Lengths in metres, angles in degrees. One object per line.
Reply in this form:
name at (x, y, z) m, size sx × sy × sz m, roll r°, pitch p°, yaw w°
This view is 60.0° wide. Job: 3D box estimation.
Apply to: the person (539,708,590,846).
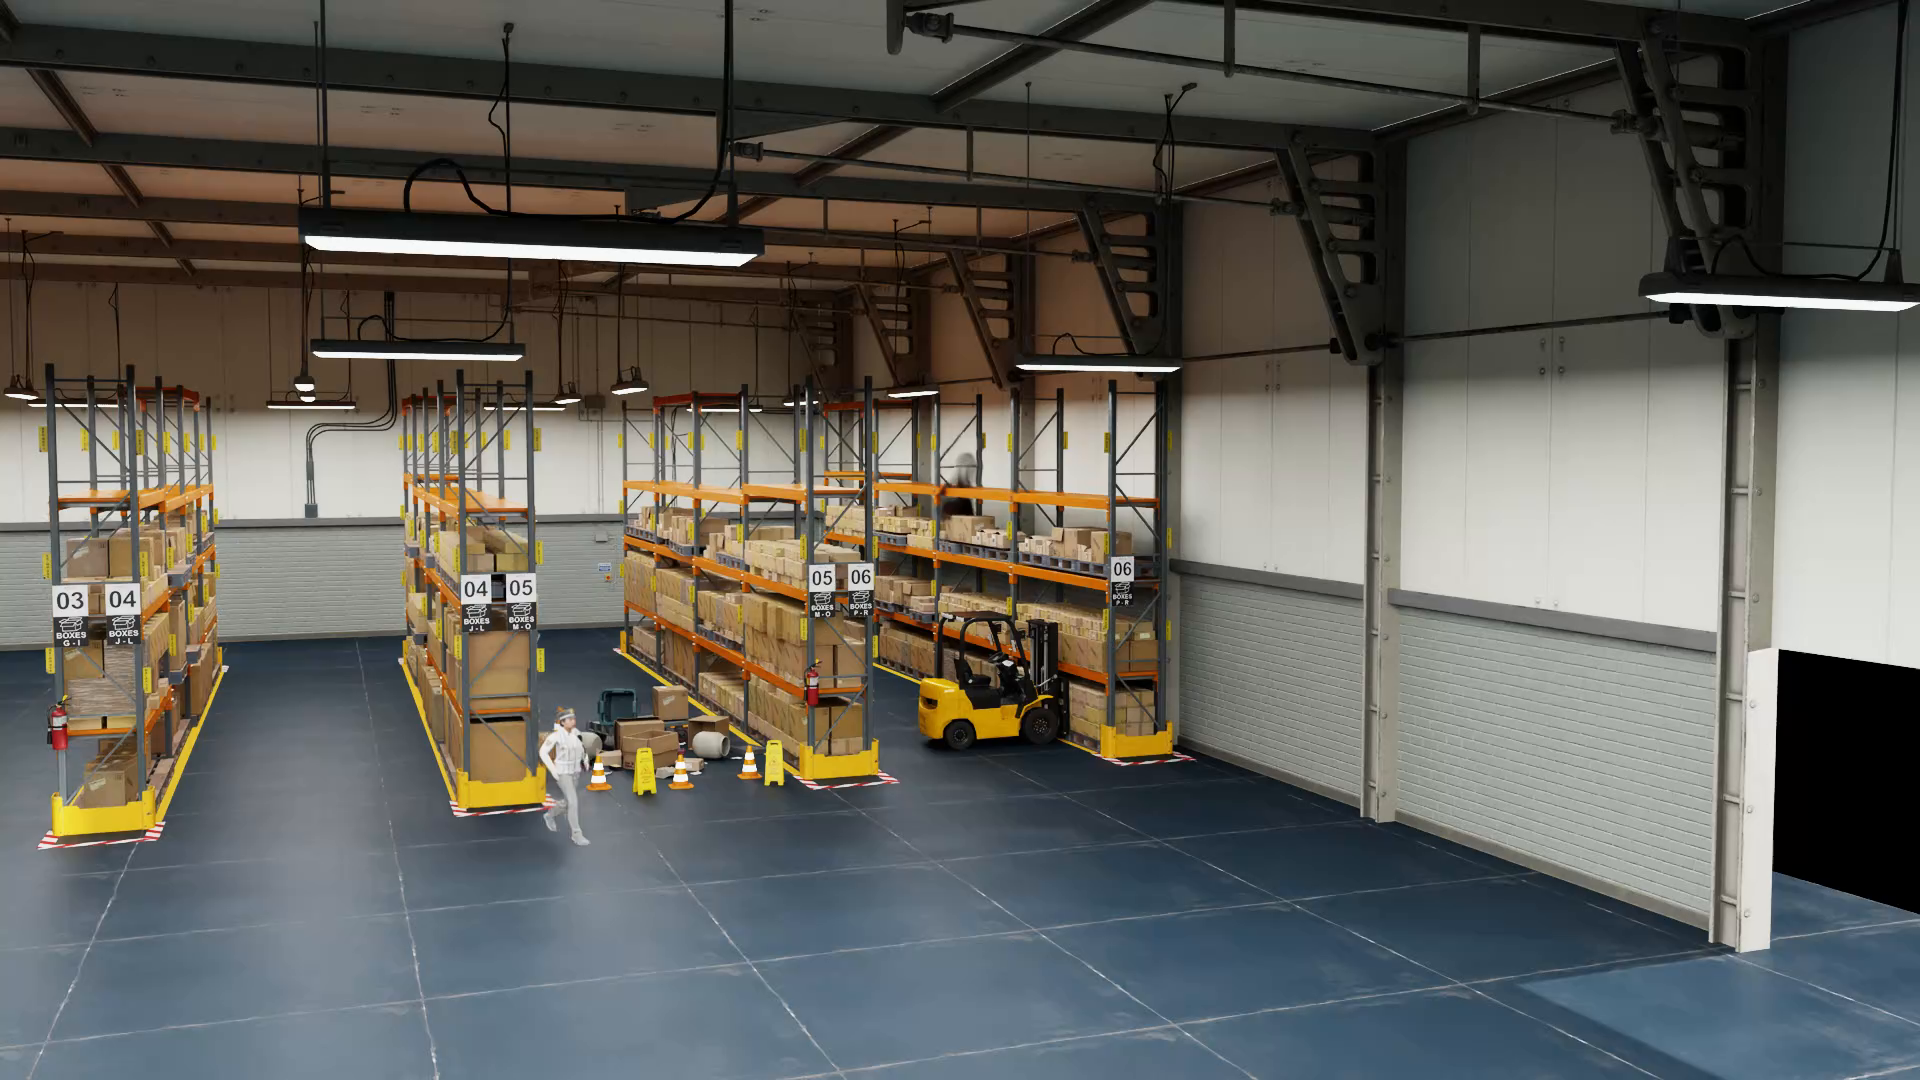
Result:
person at (-4.969, 2.950, 20.912) m, size 0.857 × 1.700 × 0.626 m, roll 2°, pitch 4°, yaw 32°
